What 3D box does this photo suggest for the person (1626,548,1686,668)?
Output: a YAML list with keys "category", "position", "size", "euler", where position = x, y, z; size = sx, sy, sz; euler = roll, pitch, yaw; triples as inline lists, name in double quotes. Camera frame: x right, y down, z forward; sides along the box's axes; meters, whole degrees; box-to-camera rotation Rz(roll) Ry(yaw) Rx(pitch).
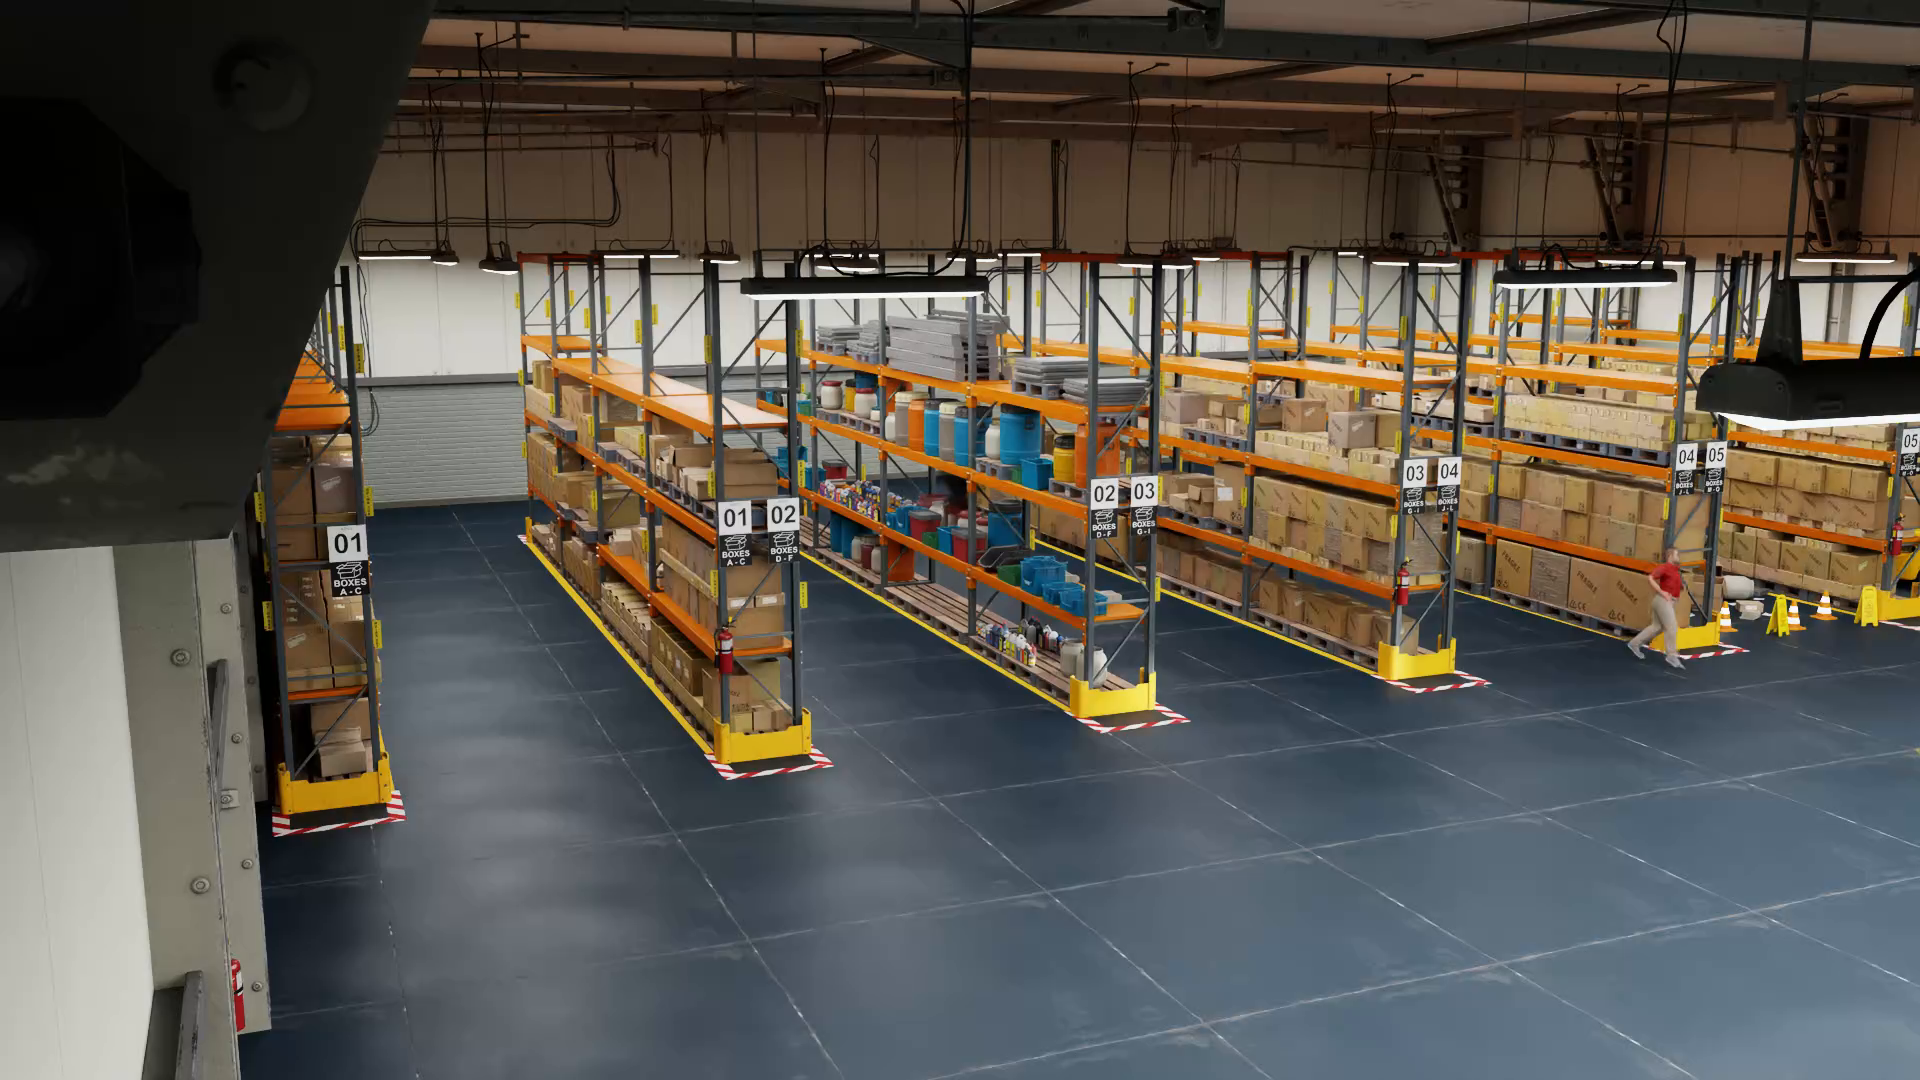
- category: "person"
  position: [10.551, 0.994, 24.987]
  size: [0.882, 1.766, 0.676]
  euler: [7, 12, 32]
